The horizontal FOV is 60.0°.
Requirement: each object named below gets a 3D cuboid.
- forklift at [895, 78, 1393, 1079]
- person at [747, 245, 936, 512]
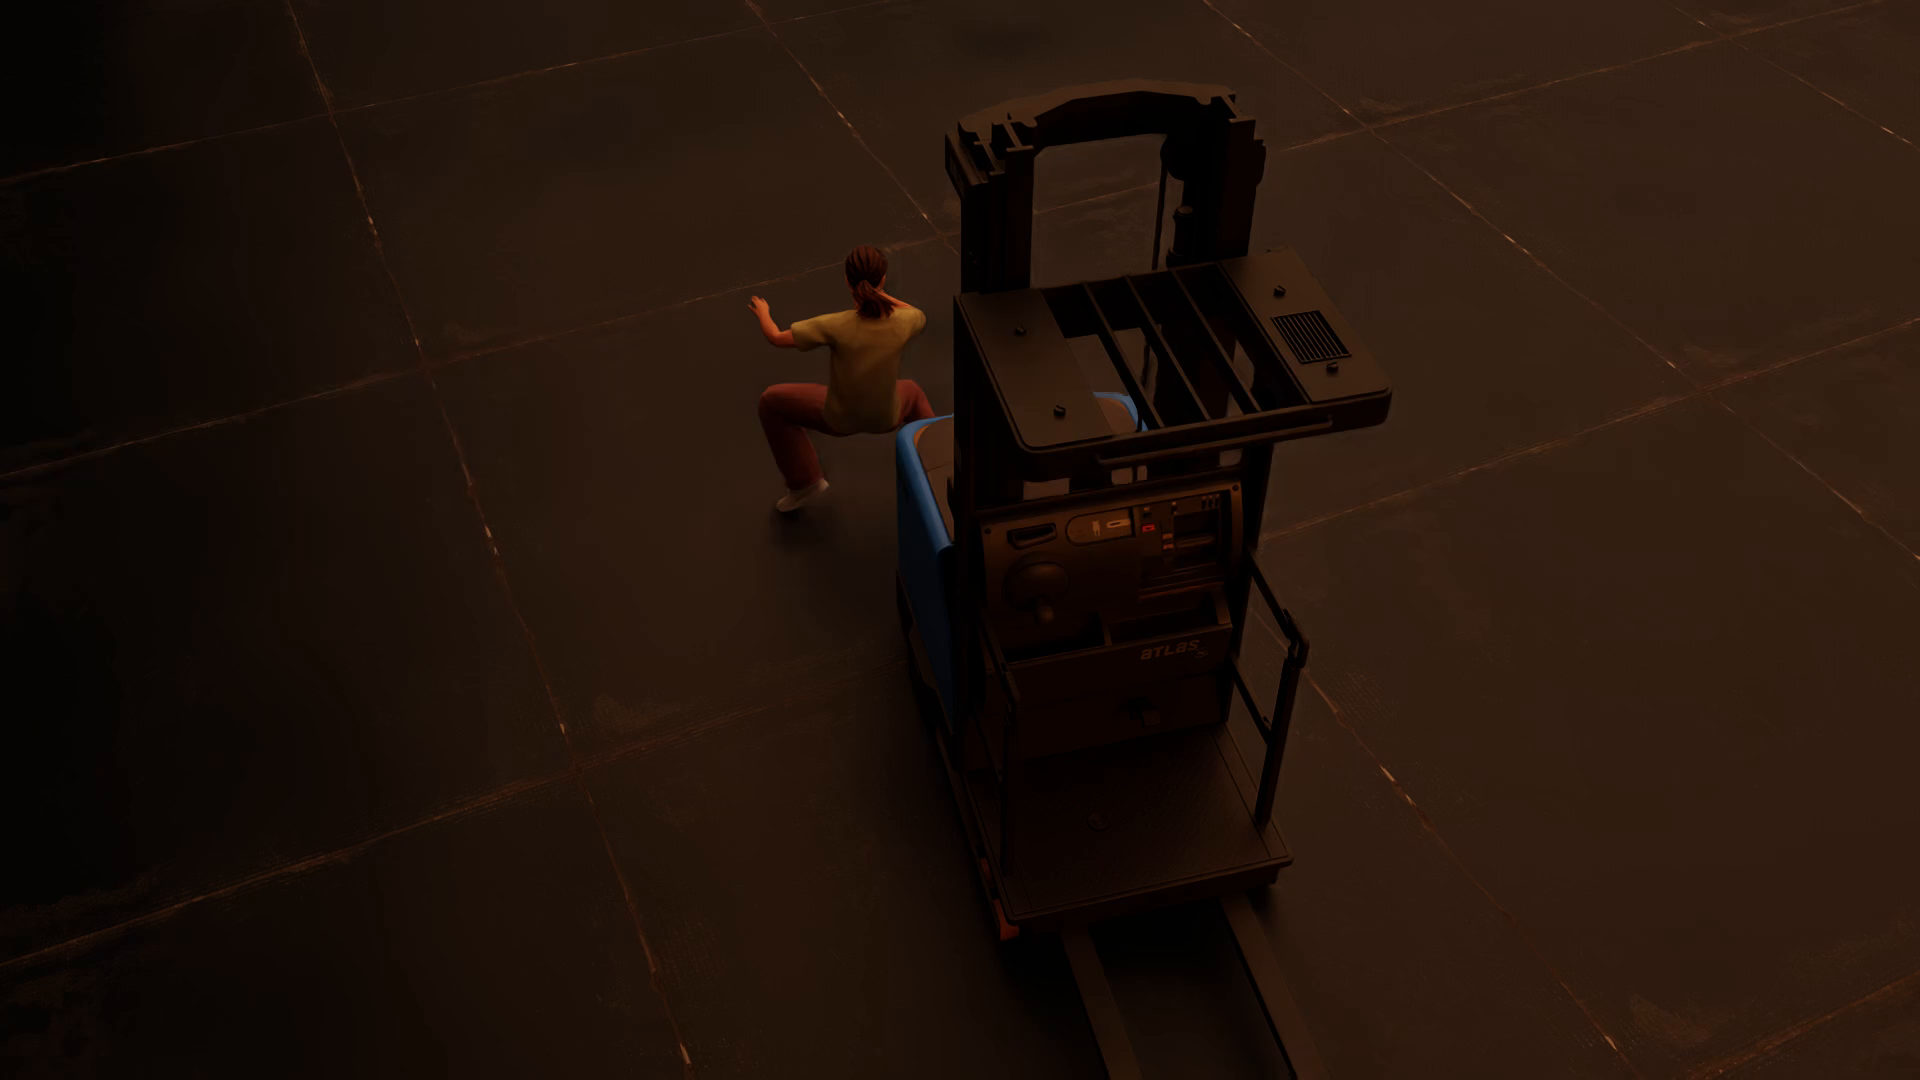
[{"bbox_3d":[0.581,0.129,5.542,1.130,2.935,3.031,-10,44,-10],"label":"forklift"},{"bbox_3d":[-0.457,-0.767,7.600,0.958,1.430,0.669,-10,44,-10],"label":"person"}]
